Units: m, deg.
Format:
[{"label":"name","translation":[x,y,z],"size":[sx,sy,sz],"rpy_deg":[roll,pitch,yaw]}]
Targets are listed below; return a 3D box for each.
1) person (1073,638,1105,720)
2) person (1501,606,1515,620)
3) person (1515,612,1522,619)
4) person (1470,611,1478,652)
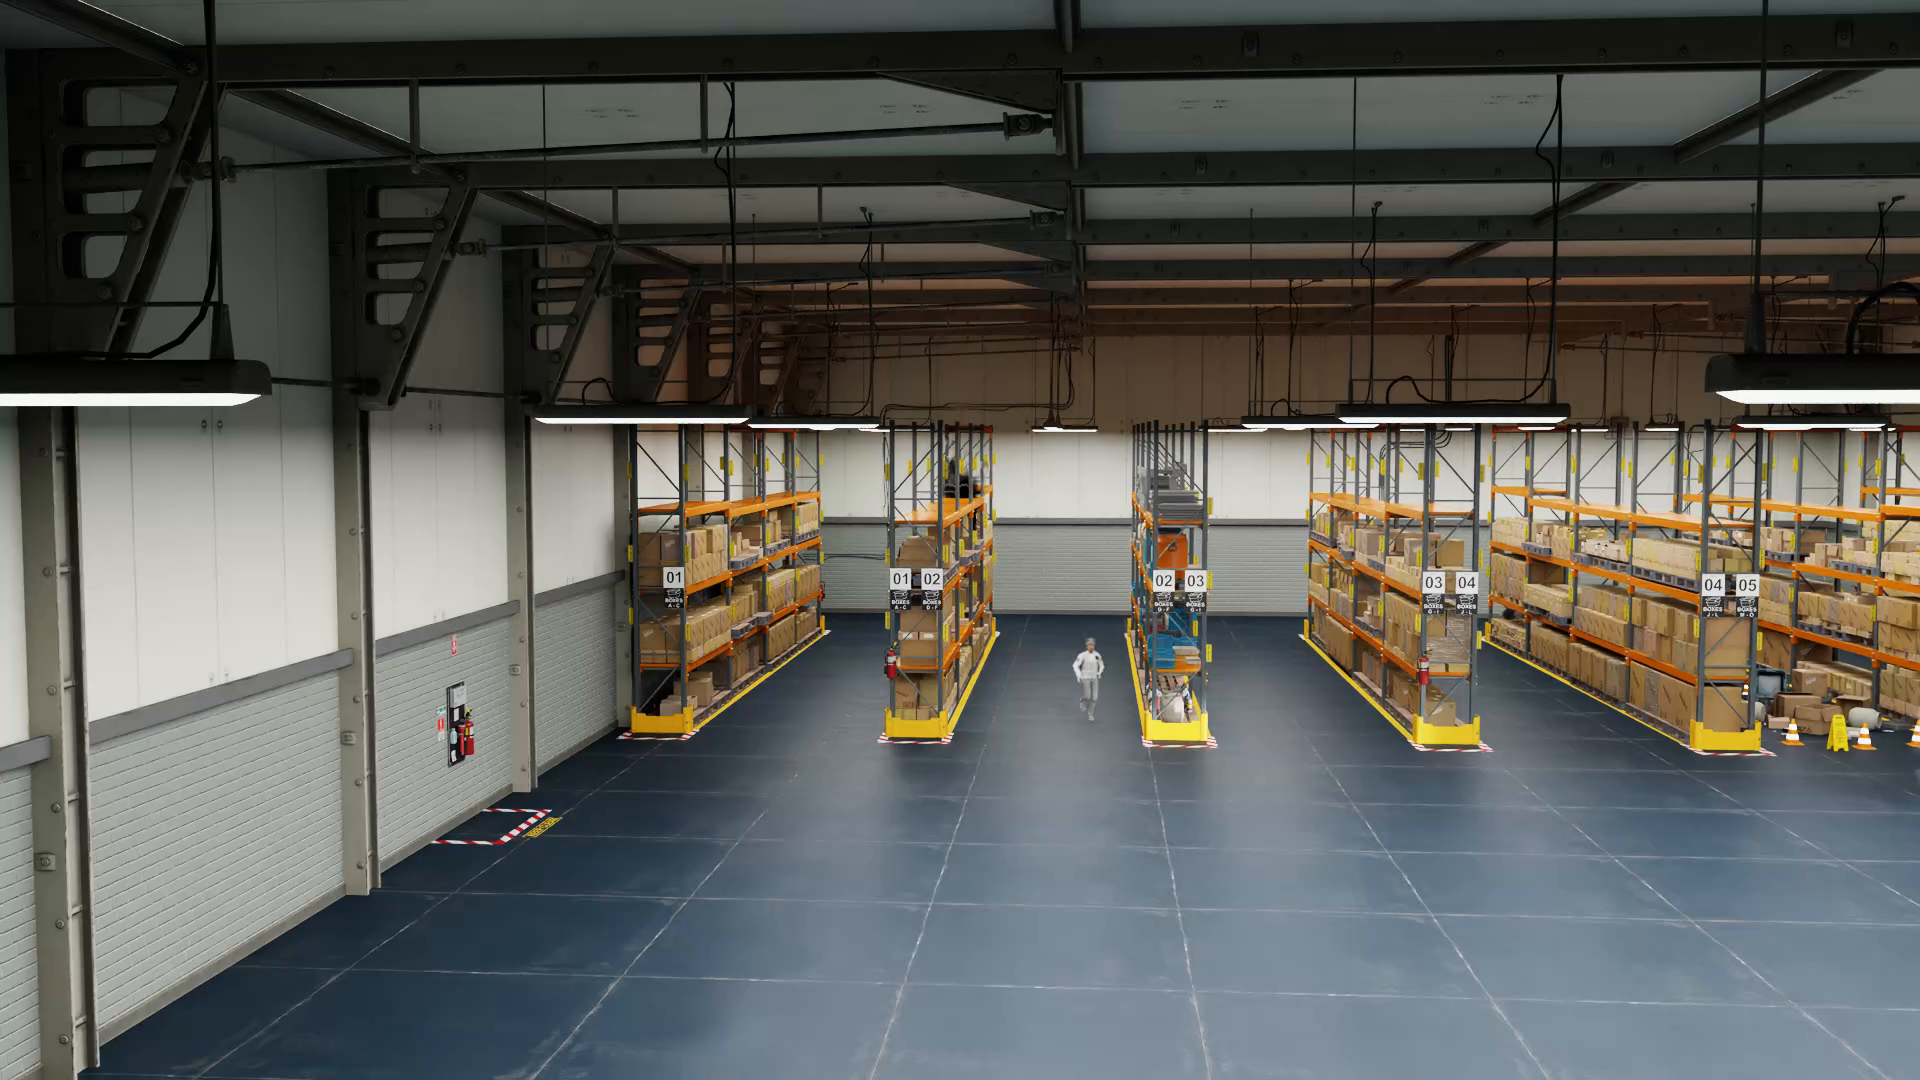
[{"label":"person","translation":[2.614,2.788,33.406],"size":[0.626,1.654,0.551],"rpy_deg":[-1,4,-10]},{"label":"person","translation":[15.713,1.926,47.522],"size":[0.693,1.631,0.762],"rpy_deg":[2,4,27]},{"label":"person","translation":[16.108,1.904,47.319],"size":[0.556,1.627,0.555],"rpy_deg":[0,4,-4]},{"label":"person","translation":[13.275,2.147,43.559],"size":[0.588,1.670,0.931],"rpy_deg":[1,4,8]}]
